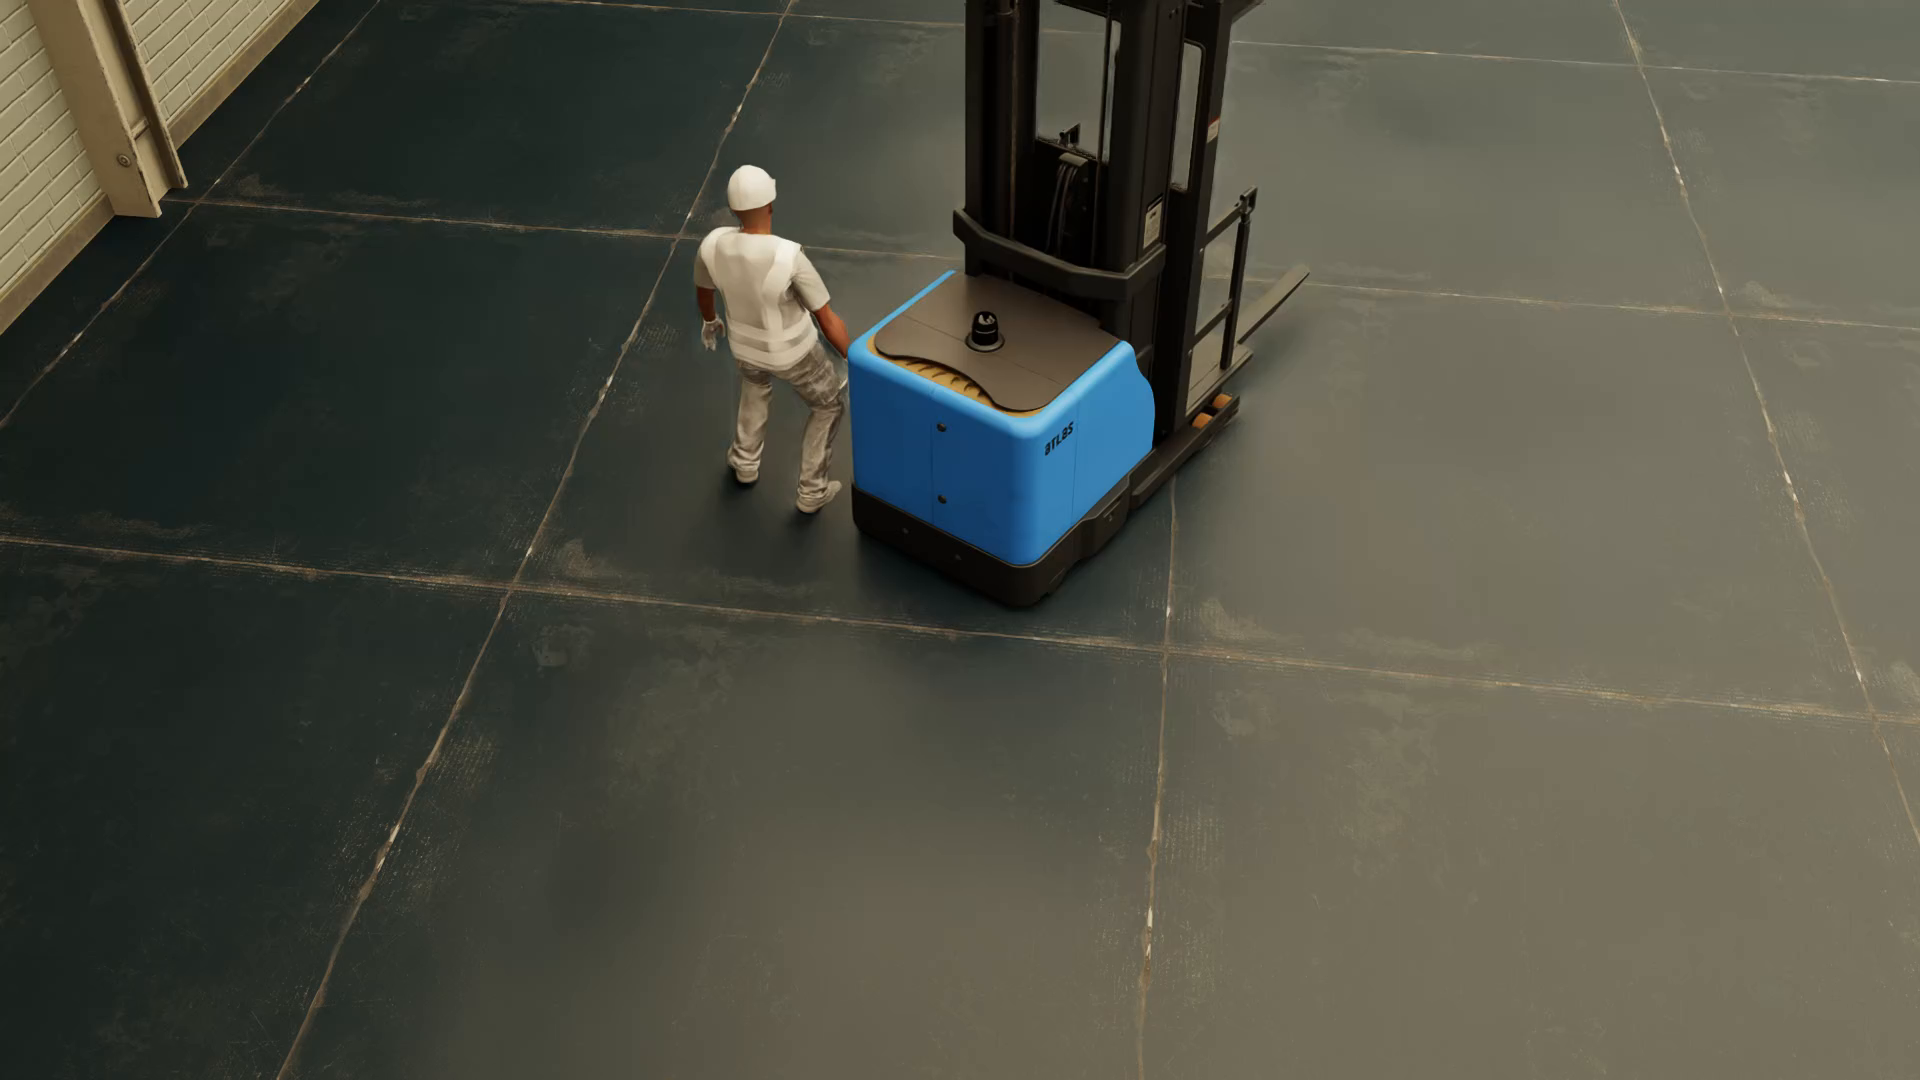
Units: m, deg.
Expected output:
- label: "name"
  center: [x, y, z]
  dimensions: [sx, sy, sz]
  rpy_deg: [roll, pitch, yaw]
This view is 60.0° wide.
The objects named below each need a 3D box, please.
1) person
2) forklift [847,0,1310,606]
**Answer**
- label: "person"
  center: [-0.816, -0.909, 7.657]
  dimensions: [0.894, 1.746, 0.398]
  rpy_deg: [22, 47, 22]
- label: "forklift"
  center: [0.771, -1.734, 7.612]
  dimensions: [1.130, 2.935, 3.031]
  rpy_deg: [27, 49, 26]
